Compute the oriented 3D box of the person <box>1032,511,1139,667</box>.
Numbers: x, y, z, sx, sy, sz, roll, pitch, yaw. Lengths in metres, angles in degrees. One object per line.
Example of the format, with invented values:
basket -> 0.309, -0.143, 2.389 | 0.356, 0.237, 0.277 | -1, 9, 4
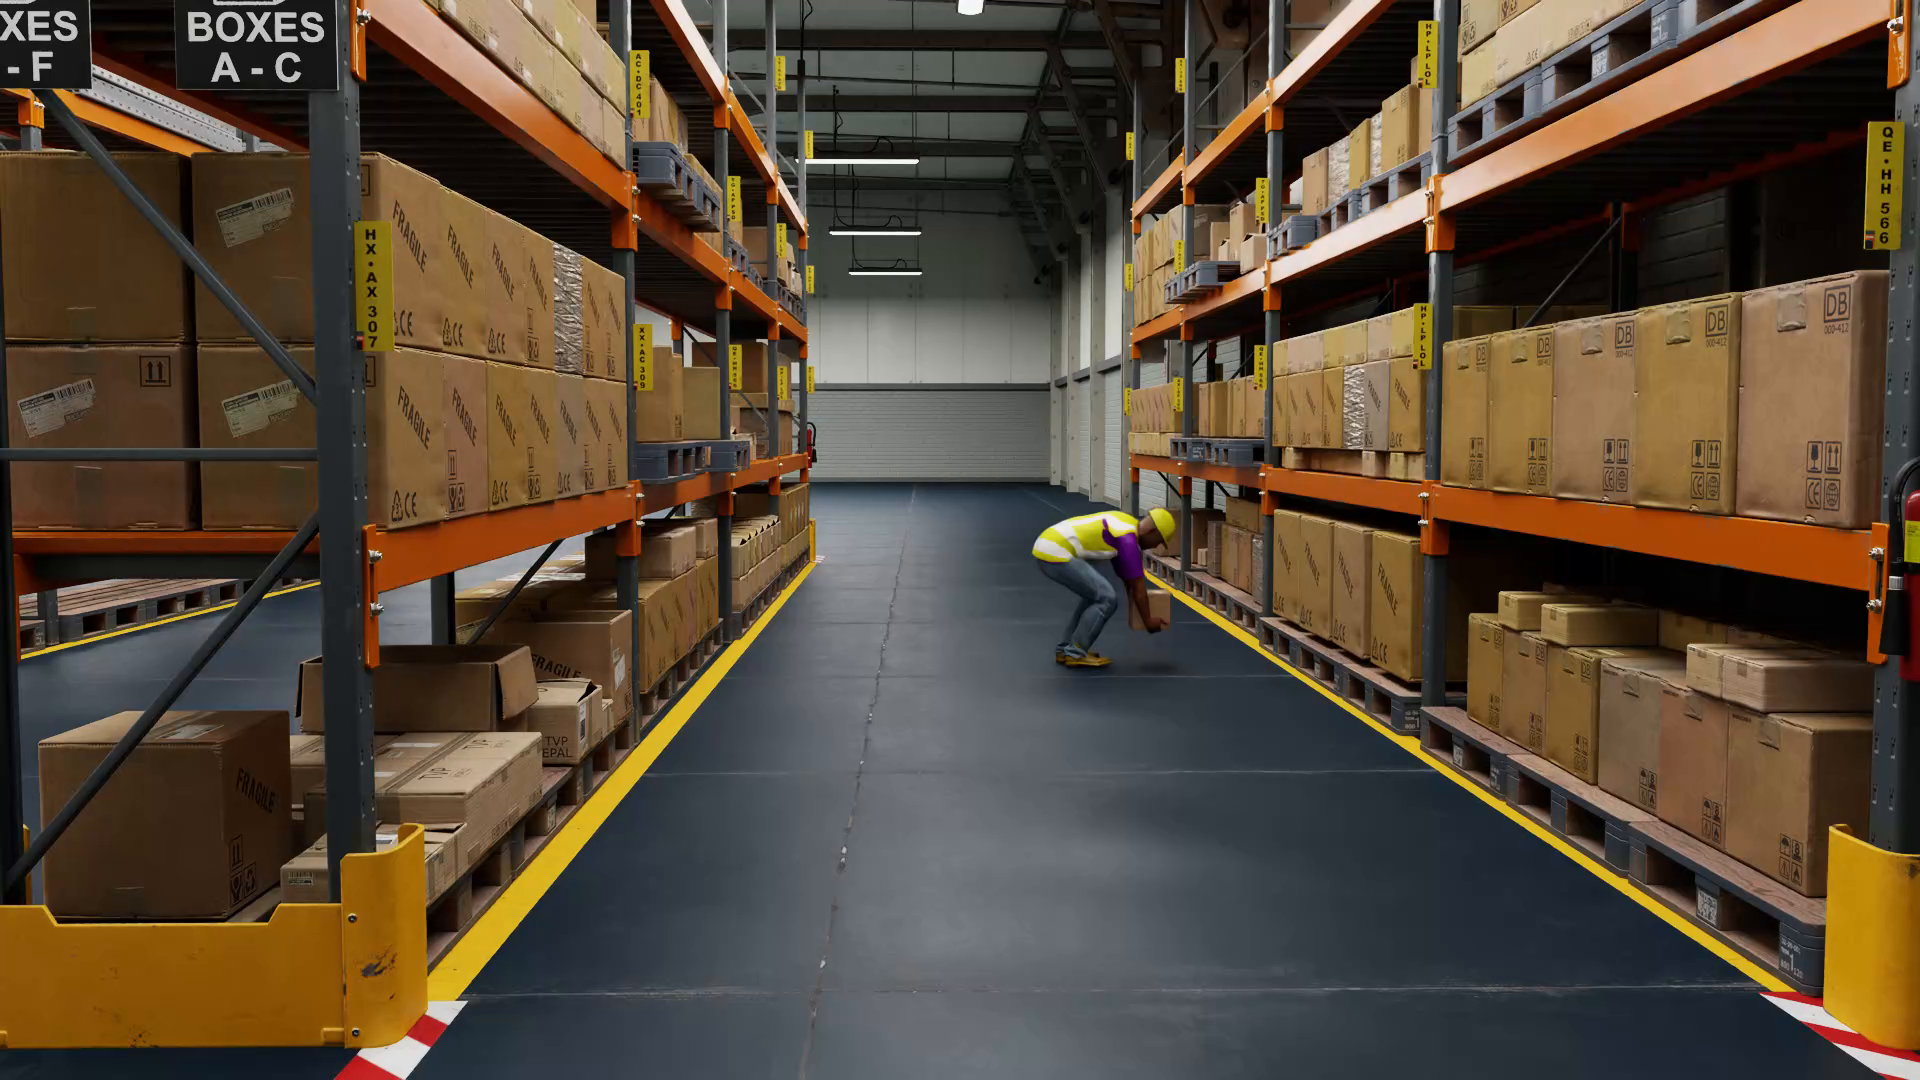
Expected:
person -> -7.950, -1.036, 15.488 | 17.629, 3.195, 10.447 | 0, 4, -4
